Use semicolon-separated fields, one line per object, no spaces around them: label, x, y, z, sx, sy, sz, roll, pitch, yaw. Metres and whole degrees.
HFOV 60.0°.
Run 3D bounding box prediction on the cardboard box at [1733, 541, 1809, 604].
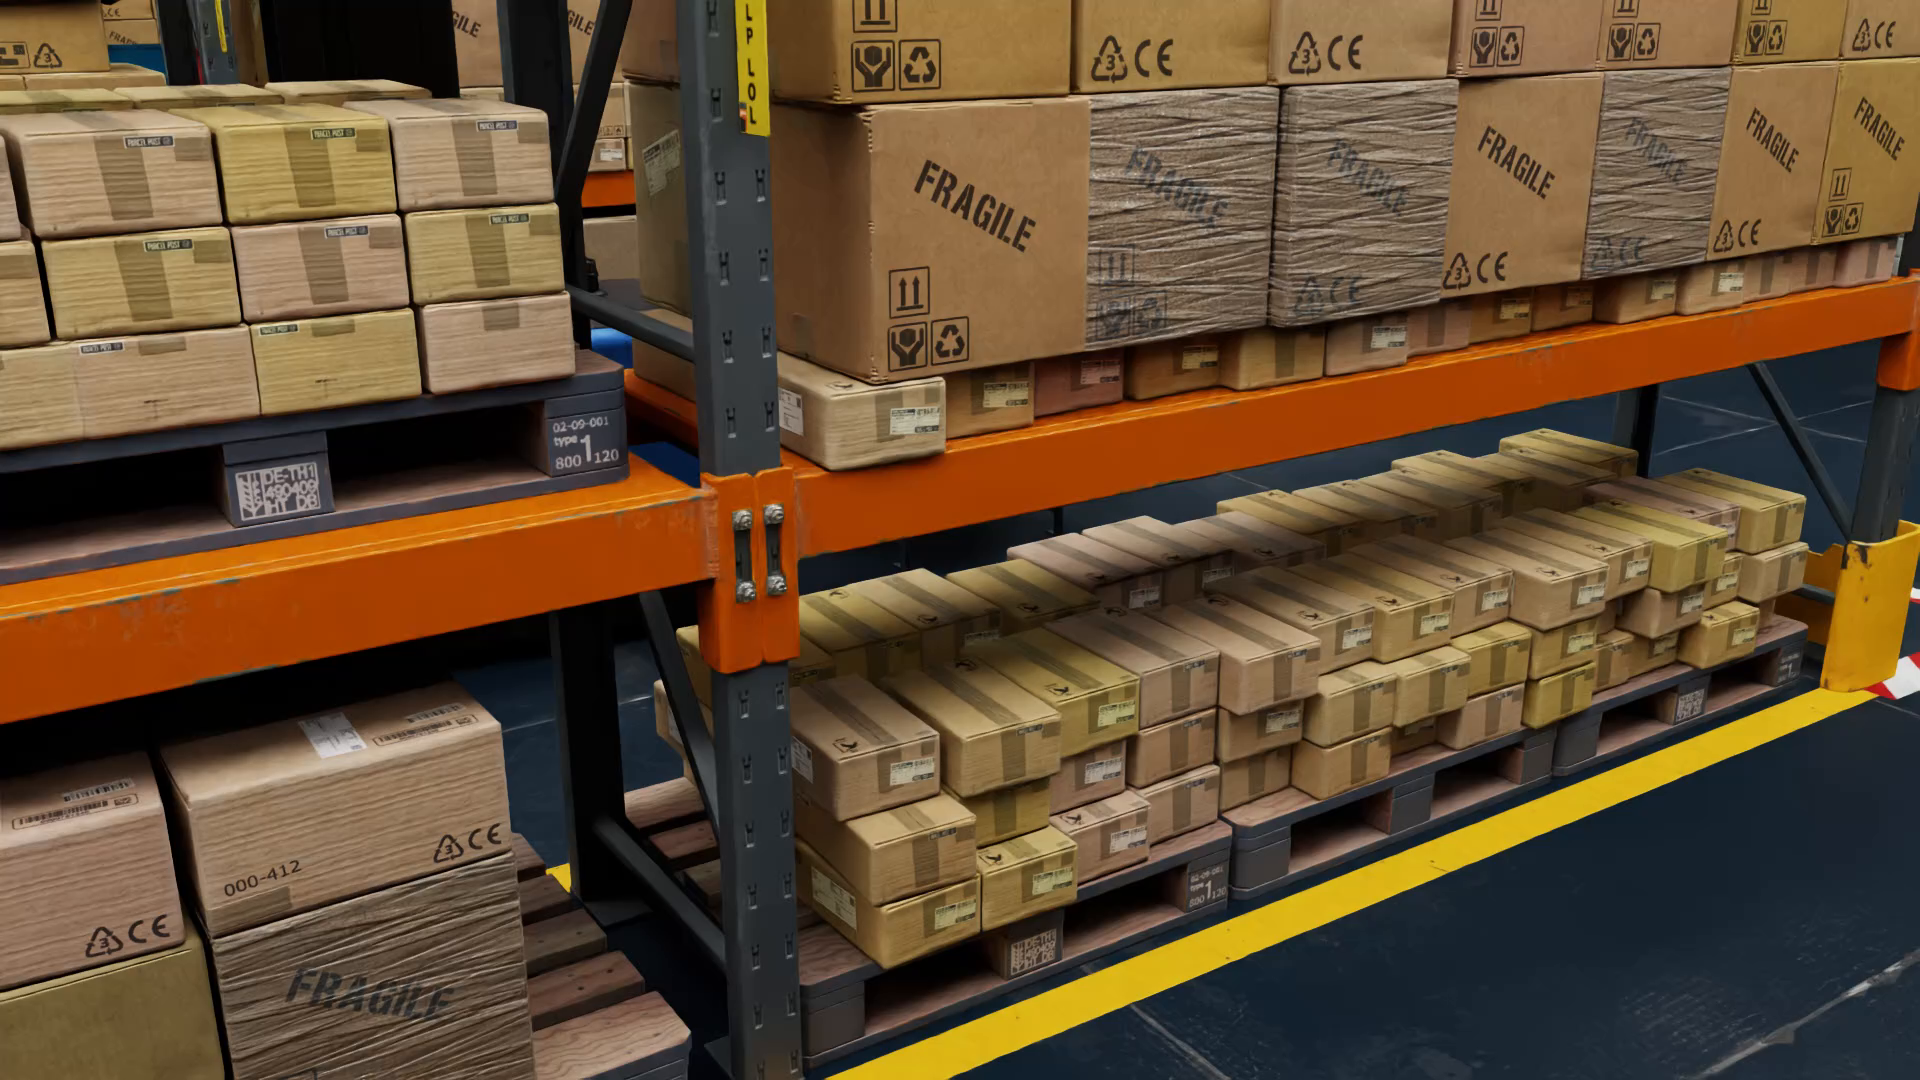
cardboard box;2.412;0.054;5.232;0.250;0.149;0.380;-13;22;-33

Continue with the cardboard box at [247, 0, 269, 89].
cardboard box;-2.748;-2.207;7.187;0.500;0.500;0.500;-12;22;-31

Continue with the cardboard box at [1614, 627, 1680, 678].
cardboard box;1.943;0.270;5.057;0.250;0.149;0.380;-12;22;-32

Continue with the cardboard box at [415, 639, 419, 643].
cardboard box;-1.408;0.268;3.344;0.500;0.250;0.500;-13;23;-34

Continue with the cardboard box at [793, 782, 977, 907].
cardboard box;-0.166;0.611;3.584;0.250;0.149;0.380;-11;21;-29

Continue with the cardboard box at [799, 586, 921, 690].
cardboard box;-0.300;0.261;4.157;0.250;0.149;0.380;-12;22;-31

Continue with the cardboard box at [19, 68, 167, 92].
cardboard box;-3.529;-1.657;6.808;0.500;0.500;0.500;-12;22;-31

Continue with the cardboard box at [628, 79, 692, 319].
cardboard box;-0.397;-0.770;3.719;0.500;0.500;0.500;-12;22;-31

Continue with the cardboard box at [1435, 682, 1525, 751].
cardboard box;1.327;0.422;4.609;0.250;0.149;0.380;-11;22;-30

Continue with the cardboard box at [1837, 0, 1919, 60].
cardboard box;2.450;-1.640;4.732;0.500;0.500;0.500;-12;22;-32

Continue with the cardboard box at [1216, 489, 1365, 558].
cardboard box;0.983;-0.017;4.979;0.250;0.149;0.380;-12;22;-31

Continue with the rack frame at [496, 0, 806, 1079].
rack frame;-0.645;-0.421;3.307;0.127;3.000;1.000;-12;22;-31

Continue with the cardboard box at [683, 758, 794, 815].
cardboard box;-0.505;0.570;4.170;0.250;0.149;0.380;-12;22;-31

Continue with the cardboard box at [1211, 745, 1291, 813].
cardboard box;0.627;0.533;4.280;0.250;0.149;0.380;-13;23;-34

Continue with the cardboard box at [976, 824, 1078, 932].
cardboard box;0.058;0.705;3.770;0.250;0.149;0.380;-11;22;-30

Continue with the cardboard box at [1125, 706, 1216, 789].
cardboard box;0.406;0.443;4.081;0.250;0.149;0.380;-13;23;-34

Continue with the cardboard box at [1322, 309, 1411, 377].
cardboard box;0.844;-0.509;3.960;0.250;0.149;0.380;-11;21;-29

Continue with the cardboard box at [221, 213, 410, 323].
cardboard box;-1.088;-0.472;2.730;0.250;0.149;0.380;-12;22;-31

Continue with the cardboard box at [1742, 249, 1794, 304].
cardboard box;2.149;-0.792;4.795;0.250;0.149;0.380;-12;22;-32

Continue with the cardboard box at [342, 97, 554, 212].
cardboard box;-0.873;-0.660;2.821;0.250;0.149;0.380;-11;21;-29

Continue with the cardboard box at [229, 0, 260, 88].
cardboard box;-3.052;-2.343;7.591;0.500;0.500;0.500;-11;22;-30

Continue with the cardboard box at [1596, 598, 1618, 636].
cardboard box;1.698;0.166;4.901;0.250;0.149;0.380;-12;22;-32

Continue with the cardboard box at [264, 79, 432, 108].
cardboard box;-1.227;-0.836;3.343;0.250;0.149;0.380;-11;21;-29

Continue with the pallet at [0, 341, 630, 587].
pallet;-1.364;-0.234;3.054;1.213;0.211;1.003;-12;22;-31

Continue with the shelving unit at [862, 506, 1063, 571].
shelving unit;-0.006;-0.709;6.501;0.755;1.500;0.431;-12;22;-31

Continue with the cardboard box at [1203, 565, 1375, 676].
cardboard box;0.848;0.208;4.313;0.250;0.149;0.380;-13;23;-34

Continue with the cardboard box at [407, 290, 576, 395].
cardboard box;-0.868;-0.378;2.916;0.250;0.149;0.380;-12;22;-33

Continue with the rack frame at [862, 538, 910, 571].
rack frame;-0.311;-0.645;6.310;0.023;1.500;0.400;-12;22;-31

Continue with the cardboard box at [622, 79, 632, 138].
cardboard box;-1.488;-2.112;8.078;0.500;0.250;0.500;-12;22;-31

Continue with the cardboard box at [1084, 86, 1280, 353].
cardboard box;0.316;-0.718;3.565;0.500;0.500;0.500;-12;22;-31

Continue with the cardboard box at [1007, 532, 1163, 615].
cardboard box;0.339;0.118;4.580;0.250;0.149;0.380;-13;23;-34

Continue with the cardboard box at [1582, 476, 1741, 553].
cardboard box;2.151;-0.066;5.123;0.250;0.149;0.380;-11;22;-30

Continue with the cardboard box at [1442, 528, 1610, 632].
cardboard box;1.560;0.105;4.619;0.250;0.149;0.380;-11;22;-29

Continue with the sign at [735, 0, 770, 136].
sign;-0.337;-0.822;2.684;0.005;0.325;0.100;-12;22;-31

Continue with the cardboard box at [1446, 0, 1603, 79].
cardboard box;1.158;-1.363;3.912;0.500;0.500;0.500;-13;23;-33

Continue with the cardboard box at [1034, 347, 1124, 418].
cardboard box;0.140;-0.391;3.609;0.250;0.149;0.380;-13;23;-34

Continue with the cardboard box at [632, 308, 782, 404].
cardboard box;-0.535;-0.415;3.681;0.250;0.149;0.380;-12;22;-32

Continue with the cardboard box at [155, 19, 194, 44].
cardboard box;-7.313;-4.659;15.685;0.500;0.500;0.500;-12;22;-32

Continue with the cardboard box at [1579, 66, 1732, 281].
cardboard box;1.611;-0.985;4.353;0.500;0.500;0.500;-12;22;-31

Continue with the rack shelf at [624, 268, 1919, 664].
rack shelf;1.025;-0.433;4.464;4.000;0.370;1.077;-12;22;-31

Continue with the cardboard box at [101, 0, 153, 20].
cardboard box;-7.755;-5.036;15.239;0.500;0.500;0.500;-13;22;-33

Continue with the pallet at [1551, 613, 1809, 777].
pallet;1.934;0.342;5.402;1.213;0.211;1.003;-12;22;-31

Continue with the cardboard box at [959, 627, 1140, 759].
cardboard box;0.203;0.353;3.884;0.250;0.149;0.380;-12;22;-32

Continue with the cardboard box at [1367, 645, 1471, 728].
cardboard box;1.114;0.337;4.395;0.250;0.149;0.380;-12;22;-31

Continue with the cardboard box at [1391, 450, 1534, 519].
cardboard box;1.626;-0.164;5.412;0.250;0.149;0.380;-12;22;-32

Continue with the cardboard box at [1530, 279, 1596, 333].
cardboard box;1.454;-0.670;4.436;0.250;0.149;0.380;-13;23;-34

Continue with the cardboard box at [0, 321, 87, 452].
cardboard box;-1.503;-0.245;2.522;0.250;0.149;0.380;-13;23;-34

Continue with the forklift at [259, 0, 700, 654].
forklift;-2.343;-1.056;5.292;3.031;2.935;1.130;-8;20;-23

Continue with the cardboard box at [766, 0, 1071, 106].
cardboard box;-0.134;-1.097;3.125;0.500;0.500;0.500;-11;22;-30

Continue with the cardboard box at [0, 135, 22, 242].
cardboard box;-1.533;-0.521;2.410;0.250;0.149;0.380;-12;22;-32
